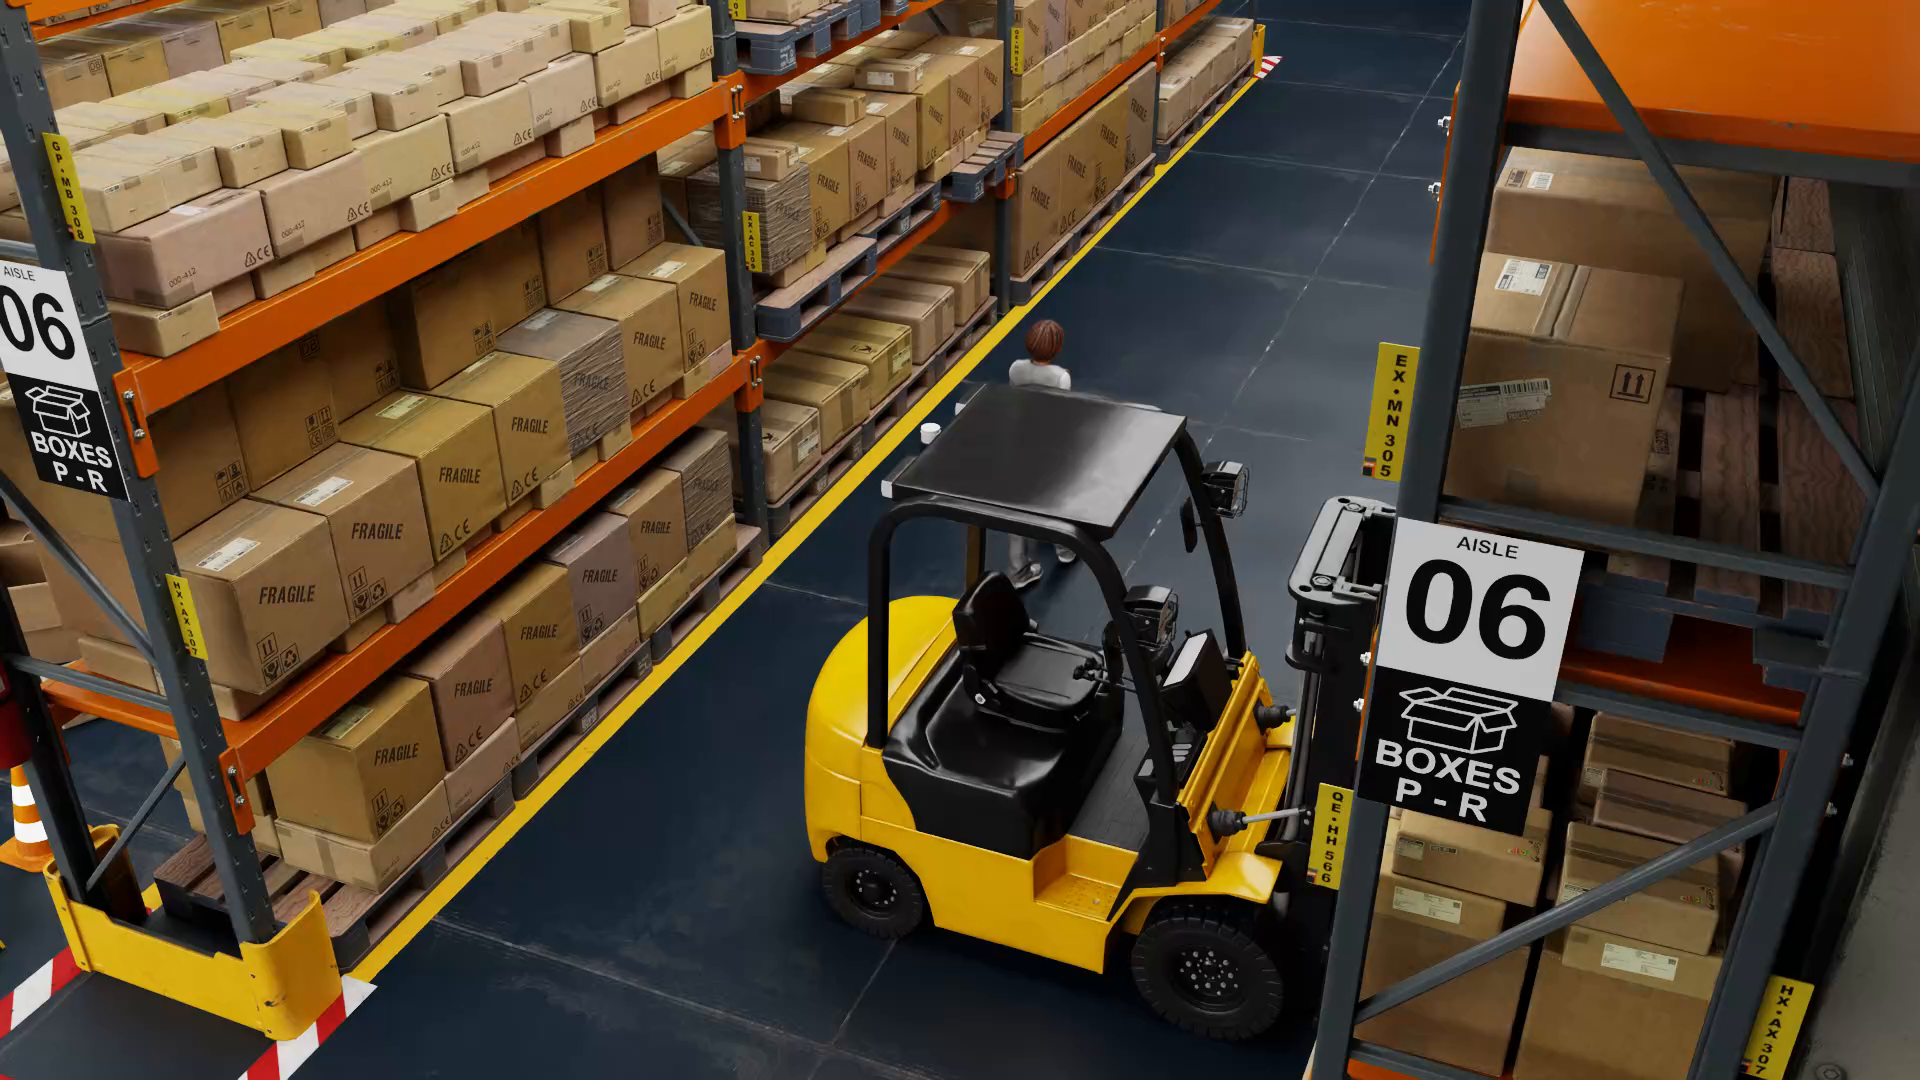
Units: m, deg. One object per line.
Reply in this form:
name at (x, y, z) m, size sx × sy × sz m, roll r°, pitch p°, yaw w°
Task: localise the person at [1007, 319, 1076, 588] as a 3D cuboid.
person at (0.494, -0.526, 9.294) m, size 0.430 × 1.588 × 0.685 m, roll 14°, pitch 33°, yaw 23°
